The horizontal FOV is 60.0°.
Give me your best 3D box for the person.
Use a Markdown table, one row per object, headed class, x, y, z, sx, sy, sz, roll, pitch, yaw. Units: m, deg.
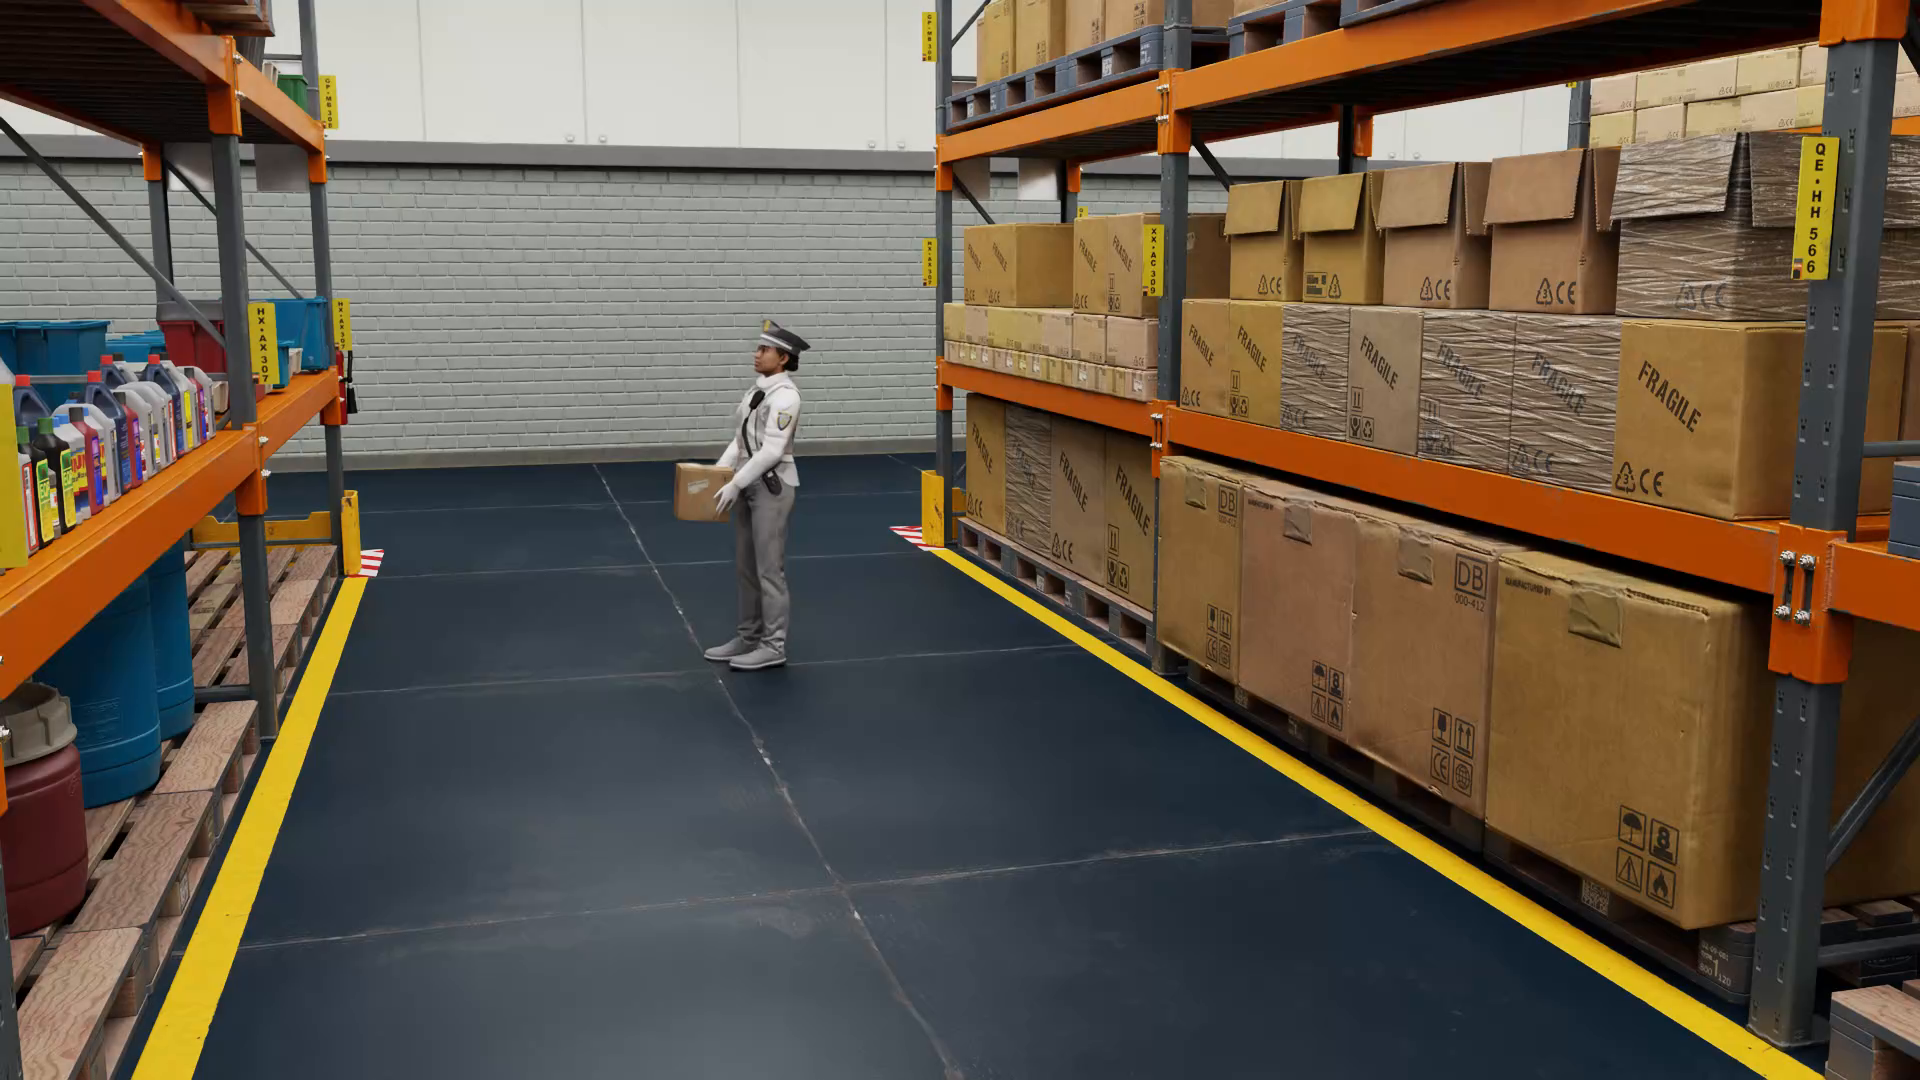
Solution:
| class | x | y | z | sx | sy | sz | roll | pitch | yaw |
| --- | --- | --- | --- | --- | --- | --- | --- | --- | --- |
| person | -0.983 | -0.221 | 8.087 | 0.509 | 1.701 | 0.517 | -4 | 10 | -23 |
